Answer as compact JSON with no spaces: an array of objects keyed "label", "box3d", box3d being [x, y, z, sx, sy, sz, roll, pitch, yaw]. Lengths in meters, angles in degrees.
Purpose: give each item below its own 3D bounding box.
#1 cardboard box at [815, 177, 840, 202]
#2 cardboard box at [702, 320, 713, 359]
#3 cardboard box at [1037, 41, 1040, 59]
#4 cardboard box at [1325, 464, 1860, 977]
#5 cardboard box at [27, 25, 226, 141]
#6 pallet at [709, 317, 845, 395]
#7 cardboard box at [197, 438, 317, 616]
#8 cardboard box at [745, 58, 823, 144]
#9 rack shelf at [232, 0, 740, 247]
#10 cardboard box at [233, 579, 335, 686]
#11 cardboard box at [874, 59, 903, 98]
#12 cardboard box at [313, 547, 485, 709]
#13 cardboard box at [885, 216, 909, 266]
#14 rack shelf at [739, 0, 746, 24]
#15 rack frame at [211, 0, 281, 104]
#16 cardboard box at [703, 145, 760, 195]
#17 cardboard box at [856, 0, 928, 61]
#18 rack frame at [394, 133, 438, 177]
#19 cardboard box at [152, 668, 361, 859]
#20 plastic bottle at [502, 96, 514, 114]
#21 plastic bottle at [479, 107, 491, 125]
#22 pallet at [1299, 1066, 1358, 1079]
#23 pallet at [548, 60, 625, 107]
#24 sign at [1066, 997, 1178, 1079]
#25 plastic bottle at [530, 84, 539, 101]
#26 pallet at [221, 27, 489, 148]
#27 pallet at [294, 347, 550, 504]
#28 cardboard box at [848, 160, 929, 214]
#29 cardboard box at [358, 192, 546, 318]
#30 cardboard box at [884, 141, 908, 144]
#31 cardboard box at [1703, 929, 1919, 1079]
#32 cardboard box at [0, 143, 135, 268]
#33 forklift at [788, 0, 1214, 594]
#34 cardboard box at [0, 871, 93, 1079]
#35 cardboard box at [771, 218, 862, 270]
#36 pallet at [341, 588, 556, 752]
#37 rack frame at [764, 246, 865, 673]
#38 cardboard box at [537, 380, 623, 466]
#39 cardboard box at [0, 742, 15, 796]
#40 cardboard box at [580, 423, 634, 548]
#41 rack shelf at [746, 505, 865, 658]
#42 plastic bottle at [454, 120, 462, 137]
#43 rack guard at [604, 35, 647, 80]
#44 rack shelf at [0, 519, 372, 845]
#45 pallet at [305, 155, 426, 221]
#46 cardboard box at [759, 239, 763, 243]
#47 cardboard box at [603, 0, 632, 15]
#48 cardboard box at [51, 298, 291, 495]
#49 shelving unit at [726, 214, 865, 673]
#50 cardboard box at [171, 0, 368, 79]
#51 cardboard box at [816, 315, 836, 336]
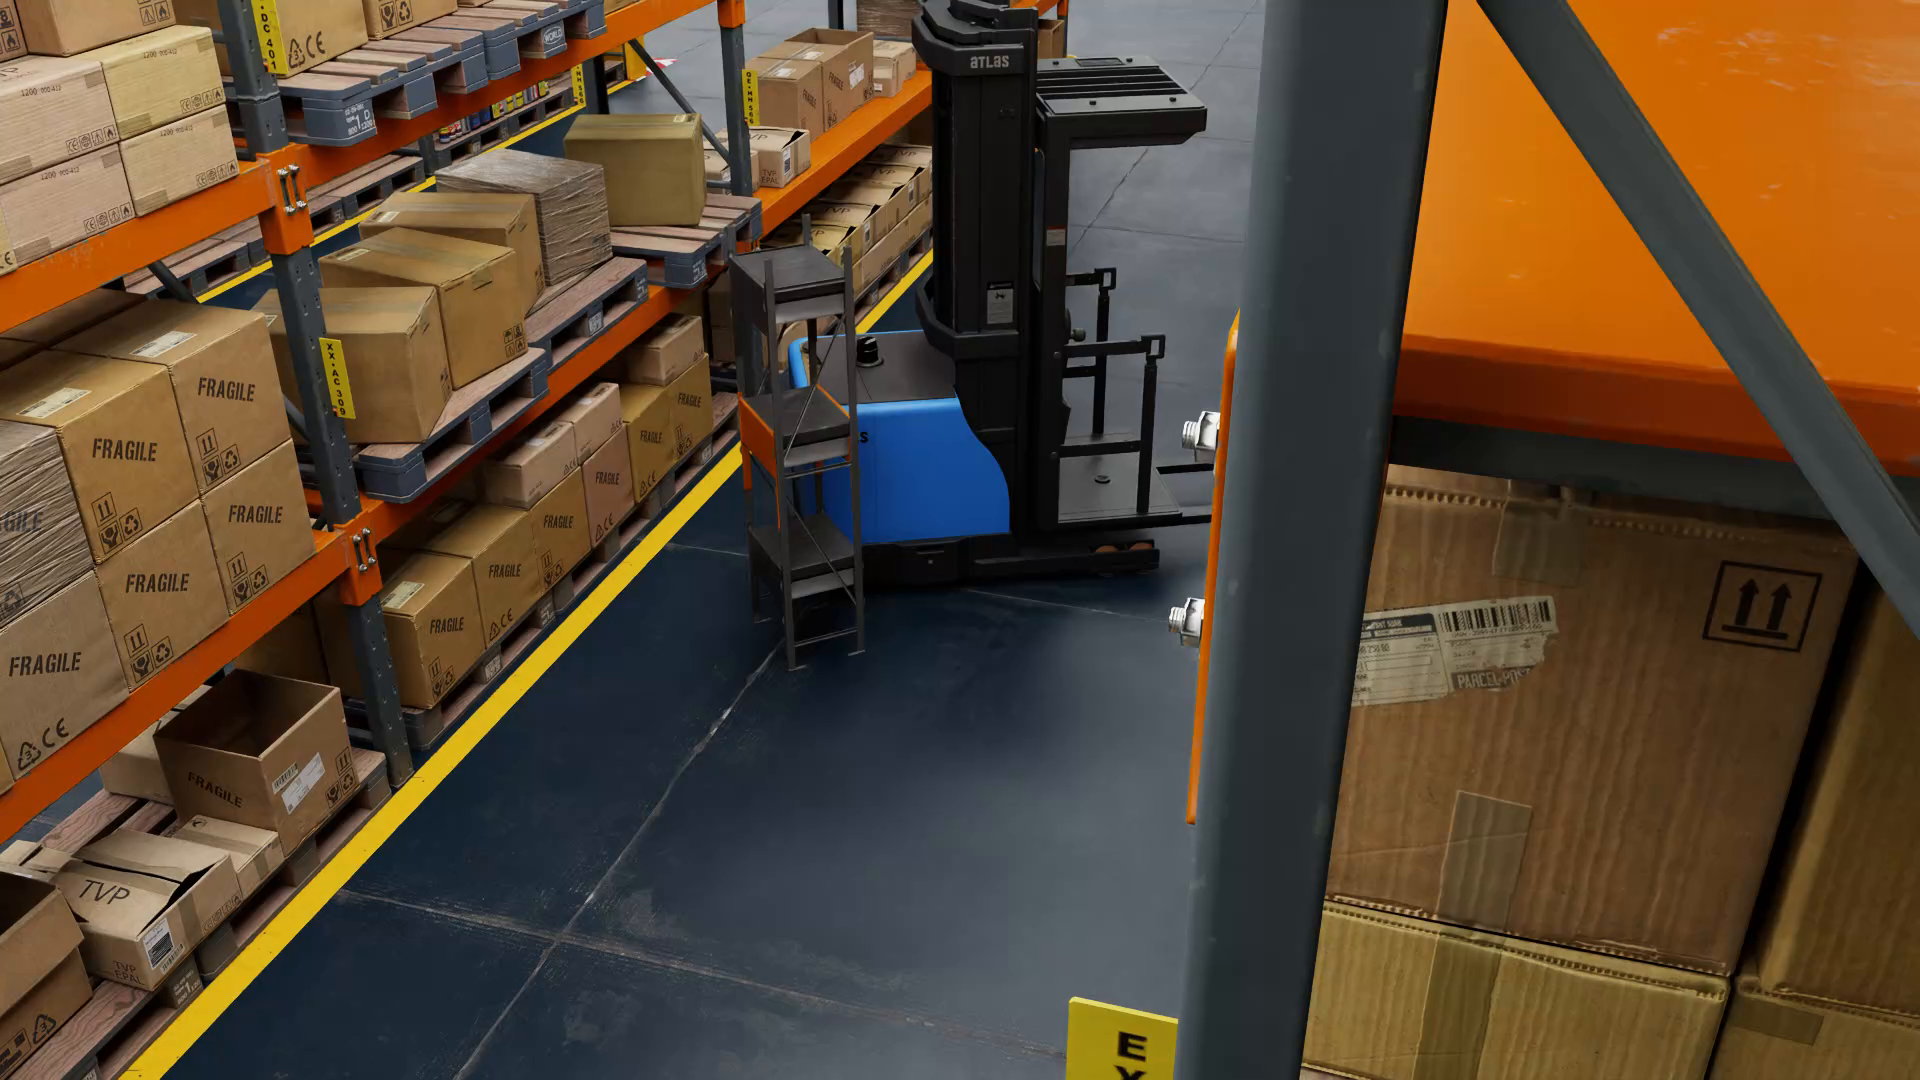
[{"label":"cardboard box","box3d":[-1.229,-2.631,12.713,0.500,0.311,0.500,8,30,13]},{"label":"cardboard box","box3d":[-1.820,-1.435,11.141,0.500,0.250,0.500,9,30,16]},{"label":"cardboard box","box3d":[0.454,-4.443,15.776,0.500,0.500,0.500,8,30,15]},{"label":"cardboard box","box3d":[0.601,0.070,1.802,0.500,0.500,0.500,8,30,15]},{"label":"cardboard box","box3d":[-2.799,-1.514,5.440,0.500,0.250,0.500,8,30,15]},{"label":"pallet","box3d":[-1.462,-1.332,11.428,1.003,0.211,1.213,8,30,15]},{"label":"cardboard box","box3d":[-2.817,-0.090,6.223,0.500,0.500,0.500,9,30,16]},{"label":"cardboard box","box3d":[-1.264,-3.000,11.454,0.500,0.500,0.500,7,30,12]},{"label":"rack shelf","box3d":[-2.328,-2.241,7.847,1.077,0.370,4.000,8,30,15]},{"label":"cardboard box","box3d":[-3.044,0.315,7.717,0.500,0.500,0.500,8,30,15]},{"label":"cardboard box","box3d":[-0.650,-3.539,12.665,0.396,0.266,0.258,8,30,14]},{"label":"cardboard box","box3d":[-2.540,0.395,7.573,0.500,0.500,0.500,7,30,13]},{"label":"cardboard box","box3d":[-0.712,-2.308,12.710,0.500,0.250,0.500,9,30,16]},{"label":"rack shelf","box3d":[-1.154,-4.100,11.189,1.077,0.370,4.000,8,30,15]},{"label":"rack frame","box3d":[-2.915,-2.937,5.272,1.000,3.000,0.127,8,30,15]},{"label":"cardboard box","box3d":[-1.593,-2.298,10.387,0.500,0.311,0.500,10,31,18]},{"label":"cardboard box","box3d":[-0.443,-4.284,13.762,0.700,0.500,0.500,8,30,14]},{"label":"rack frame","box3d":[-5.301,-4.741,14.687,1.000,3.000,0.127,8,30,15]},{"label":"cardboard box","box3d":[-2.811,0.890,6.683,0.500,0.500,0.500,8,30,15]},{"label":"plastic bottle","box3d":[-4.487,-4.377,16.305,0.144,0.351,0.185,8,30,14]},{"label":"plastic bottle","box3d":[-4.612,-4.180,15.950,0.144,0.351,0.185,7,30,13]},{"label":"pallet","box3d":[0.855,0.631,2.036,1.003,0.211,1.213,8,30,15]},{"label":"pallet","box3d":[-4.348,-4.963,17.954,1.003,0.211,1.213,8,30,15]},{"label":"sign","box3d":[0.132,0.502,1.347,0.100,0.325,0.005,8,30,15]},{"label":"plastic bottle","box3d":[-4.347,-4.573,16.734,0.152,0.276,0.135,9,30,15]},{"label":"pallet","box3d":[-2.657,-1.837,6.574,1.213,0.211,1.003,8,30,15]},{"label":"pallet","box3d":[-2.576,-0.587,7.417,1.003,0.211,1.213,8,30,15]},{"label":"cardboard box","box3d":[-0.559,-2.788,12.996,0.500,0.311,0.500,9,30,16]},{"label":"cardboard box","box3d":[-2.456,-1.372,8.096,0.700,0.500,0.500,1,29,2]},{"label":"cardboard box","box3d":[-0.640,-3.261,14.424,0.500,0.250,0.500,8,30,15]},{"label":"cardboard box","box3d":[1.096,0.472,1.849,0.500,0.250,0.500,10,31,17]},{"label":"cardboard box","box3d":[-2.961,-1.065,5.148,0.500,0.250,0.500,8,30,15]},{"label":"forklift","box3d":[0.620,-1.331,8.628,3.031,2.935,1.130,-5,29,-8]},{"label":"cardboard box","box3d":[-3.462,1.458,5.660,0.797,0.503,0.637,8,30,15]},{"label":"cardboard box","box3d":[-1.009,-2.084,11.731,0.500,0.311,0.500,8,30,14]},{"label":"pallet","box3d":[-2.713,0.520,8.098,1.003,0.211,1.213,8,30,15]},{"label":"rack frame","box3d":[-0.653,-0.318,7.662,0.400,2.100,0.015,-13,32,-23]},{"label":"cardboard box","box3d":[-2.100,-0.631,8.645,0.500,0.250,0.500,8,30,14]},{"label":"cardboard box","box3d":[-3.262,0.626,4.936,0.500,0.500,0.500,9,30,16]},{"label":"cardboard box","box3d":[-2.092,-0.320,8.859,0.500,0.500,0.500,7,30,13]},{"label":"rack shelf","box3d":[-0.761,0.199,8.200,0.431,0.518,0.480,-13,32,-23]},{"label":"plastic bottle","box3d":[-4.729,-3.891,15.584,0.097,0.201,0.097,0,29,0]},{"label":"rack guard","box3d":[-4.104,-5.466,18.561,1.175,0.500,0.348,8,30,15]},{"label":"rack shelf","box3d":[-3.502,0.929,5.235,1.077,0.370,4.000,8,30,15]},{"label":"pallet","box3d":[-5.495,-3.152,14.699,1.003,0.211,1.213,8,30,15]},{"label":"cardboard box","box3d":[-1.677,-1.922,11.439,0.500,0.311,0.500,8,30,14]},{"label":"cardboard box","box3d":[-2.139,-2.842,8.085,0.910,0.500,0.500,8,30,15]},{"label":"cardboard box","box3d":[-2.816,-0.524,5.974,0.500,0.500,0.500,9,30,15]},{"label":"shelving unit","box3d":[-0.761,-0.424,7.853,0.431,2.100,0.503,-13,32,-23]},{"label":"cardboard box","box3d":[-2.697,-2.120,6.253,0.600,0.600,0.600,6,30,10]},{"label":"cardboard box","box3d":[-1.160,-1.591,11.421,0.500,0.250,0.500,8,30,13]}]
